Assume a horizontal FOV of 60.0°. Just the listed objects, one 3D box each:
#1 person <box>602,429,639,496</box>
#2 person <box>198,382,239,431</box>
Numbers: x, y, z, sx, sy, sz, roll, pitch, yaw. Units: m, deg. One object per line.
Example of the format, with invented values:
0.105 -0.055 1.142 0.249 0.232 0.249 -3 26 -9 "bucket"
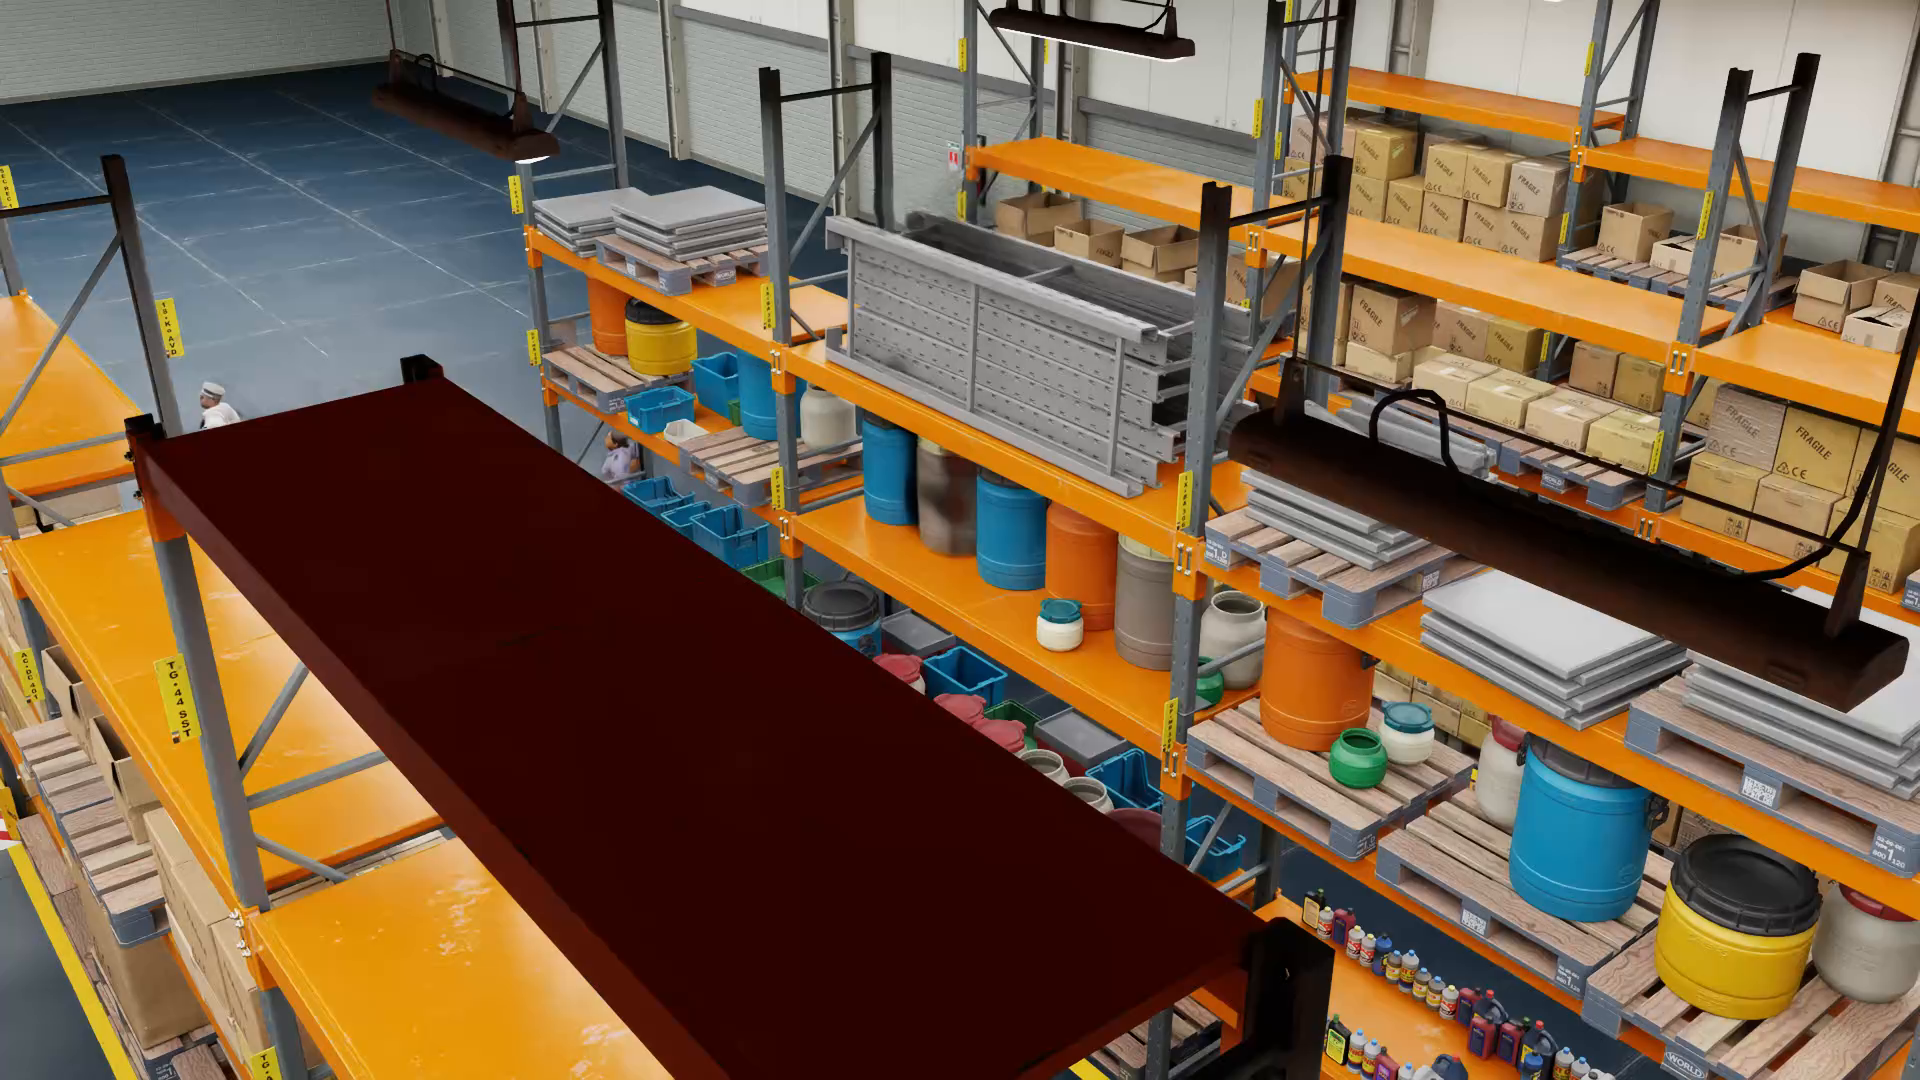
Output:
-3.555 -0.450 17.393 0.521 1.580 0.656 -1 26 -2 "person"
-7.990 -0.904 18.138 0.664 1.735 0.656 -5 26 -10 "person"
